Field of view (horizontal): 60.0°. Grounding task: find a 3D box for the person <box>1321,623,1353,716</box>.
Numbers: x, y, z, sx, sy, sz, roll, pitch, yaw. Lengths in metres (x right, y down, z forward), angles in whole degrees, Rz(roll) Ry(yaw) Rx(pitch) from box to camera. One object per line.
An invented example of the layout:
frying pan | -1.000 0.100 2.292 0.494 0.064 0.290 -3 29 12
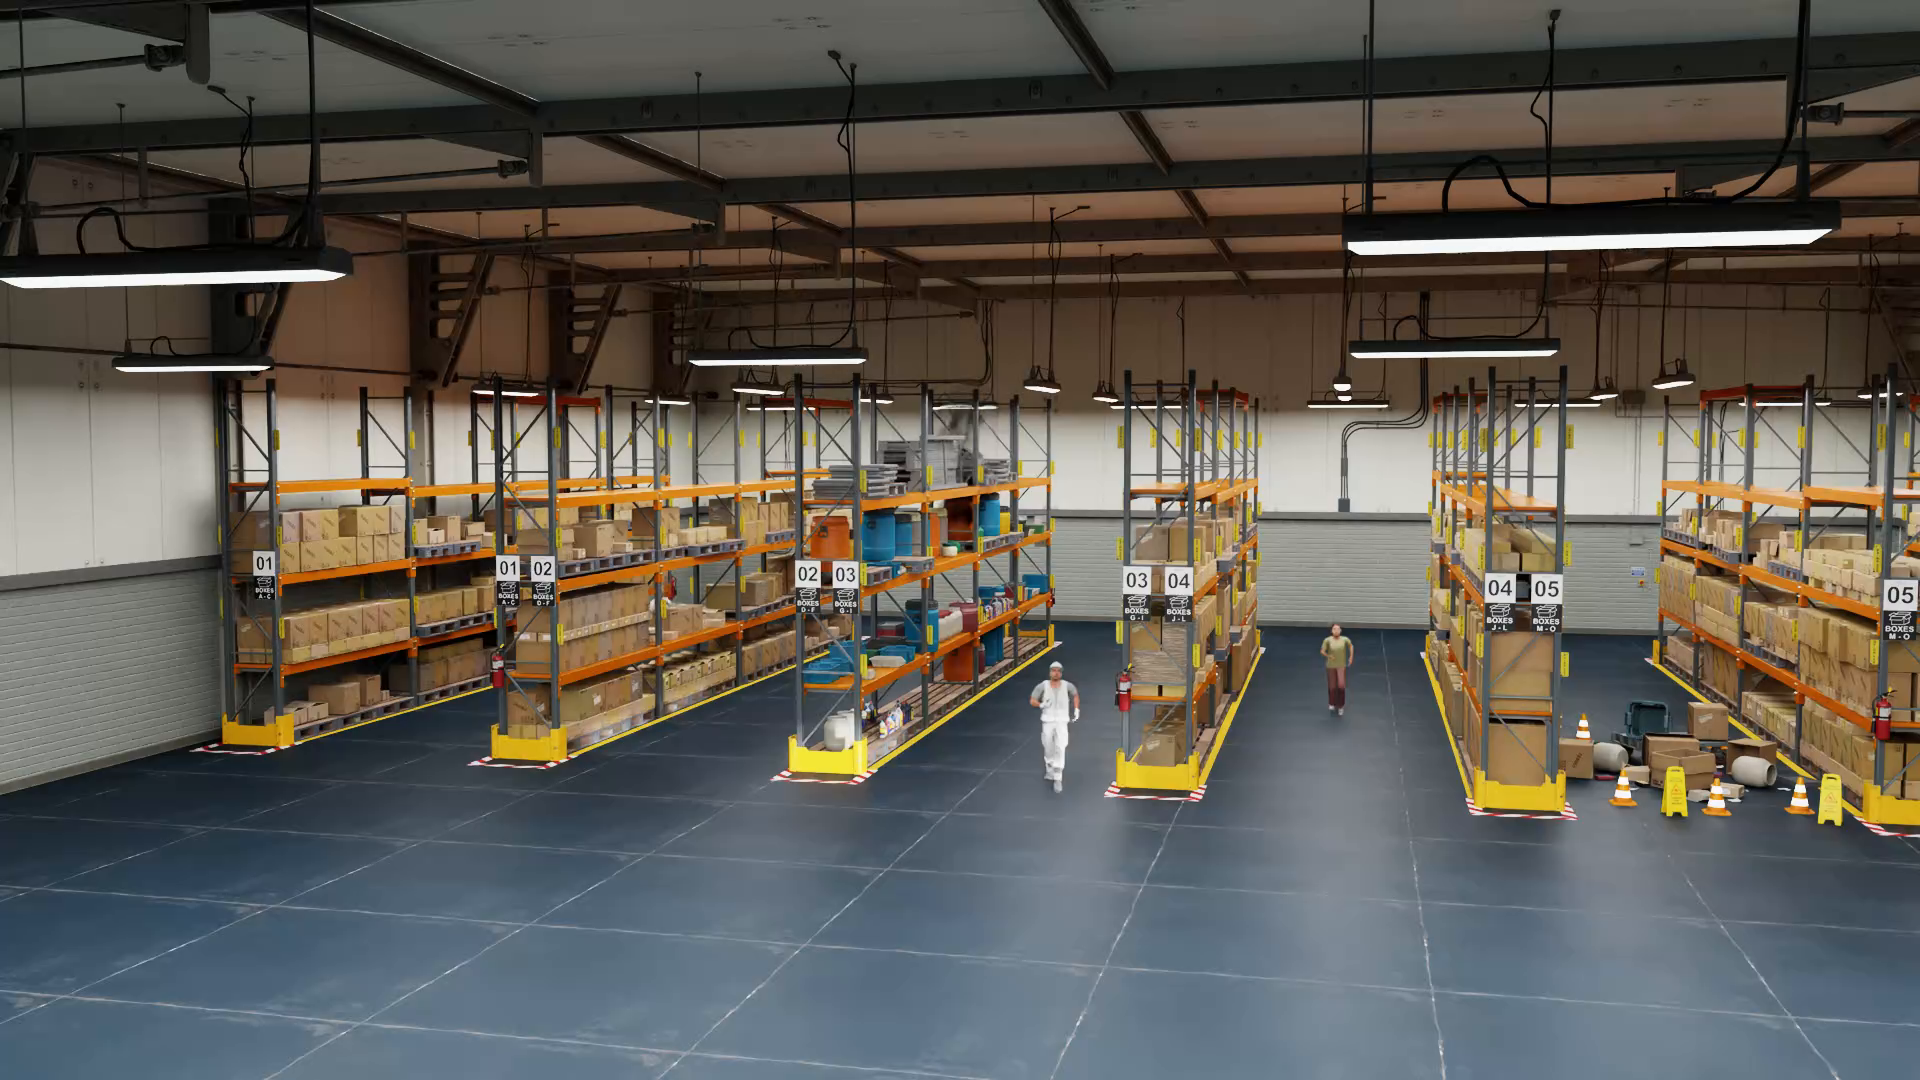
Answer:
person | 6.878 2.364 30.358 0.592 1.719 0.698 1 3 10

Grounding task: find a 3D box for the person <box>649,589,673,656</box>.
person | -6.779 1.922 37.665 0.609 1.654 0.891 0 3 -3

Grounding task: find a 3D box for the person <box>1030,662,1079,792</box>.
person | 1.363 2.657 23.954 0.723 1.787 0.917 0 3 2
